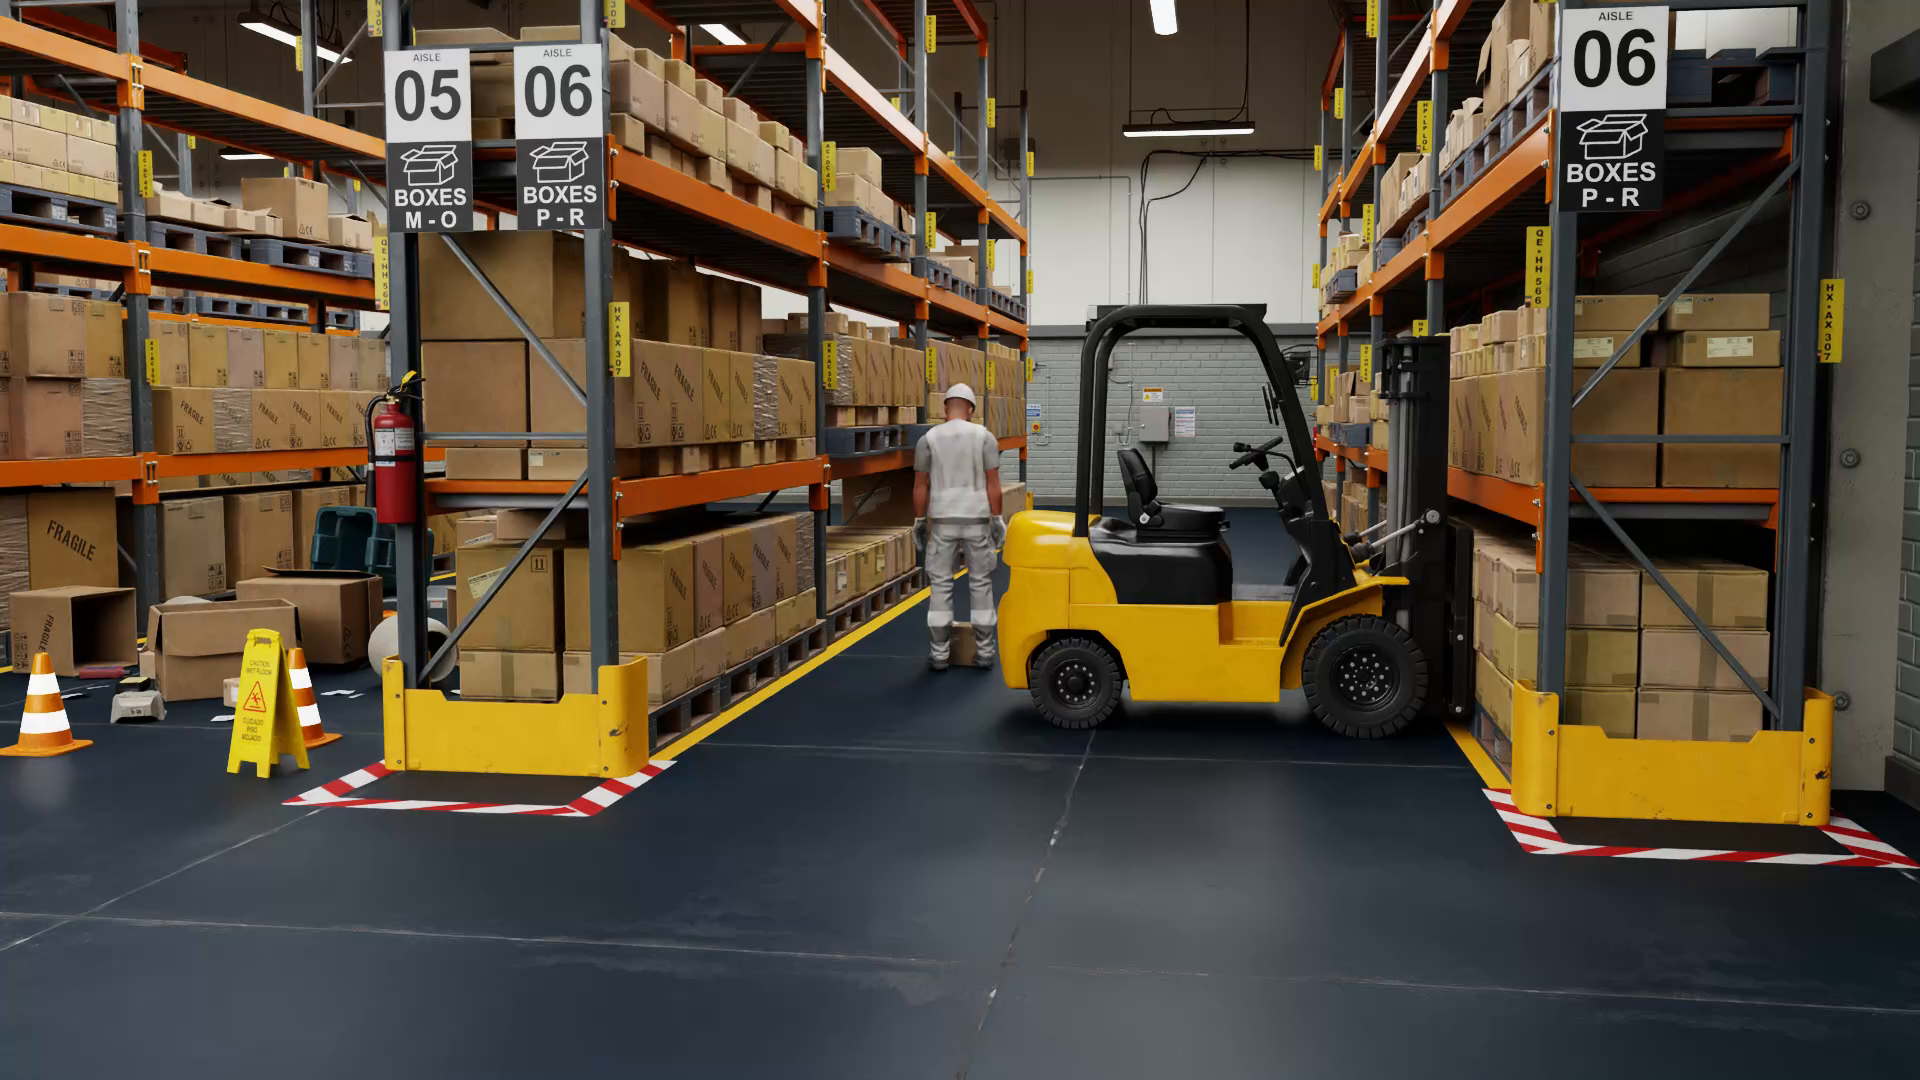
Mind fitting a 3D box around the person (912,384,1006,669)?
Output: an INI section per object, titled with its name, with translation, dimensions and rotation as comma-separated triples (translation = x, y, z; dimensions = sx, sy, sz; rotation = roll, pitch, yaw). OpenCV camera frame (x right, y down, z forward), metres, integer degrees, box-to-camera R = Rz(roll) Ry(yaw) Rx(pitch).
[person]
translation = -0.006, -0.093, 10.432
dimensions = 0.592, 1.772, 0.411
rotation = 0, 4, -1
